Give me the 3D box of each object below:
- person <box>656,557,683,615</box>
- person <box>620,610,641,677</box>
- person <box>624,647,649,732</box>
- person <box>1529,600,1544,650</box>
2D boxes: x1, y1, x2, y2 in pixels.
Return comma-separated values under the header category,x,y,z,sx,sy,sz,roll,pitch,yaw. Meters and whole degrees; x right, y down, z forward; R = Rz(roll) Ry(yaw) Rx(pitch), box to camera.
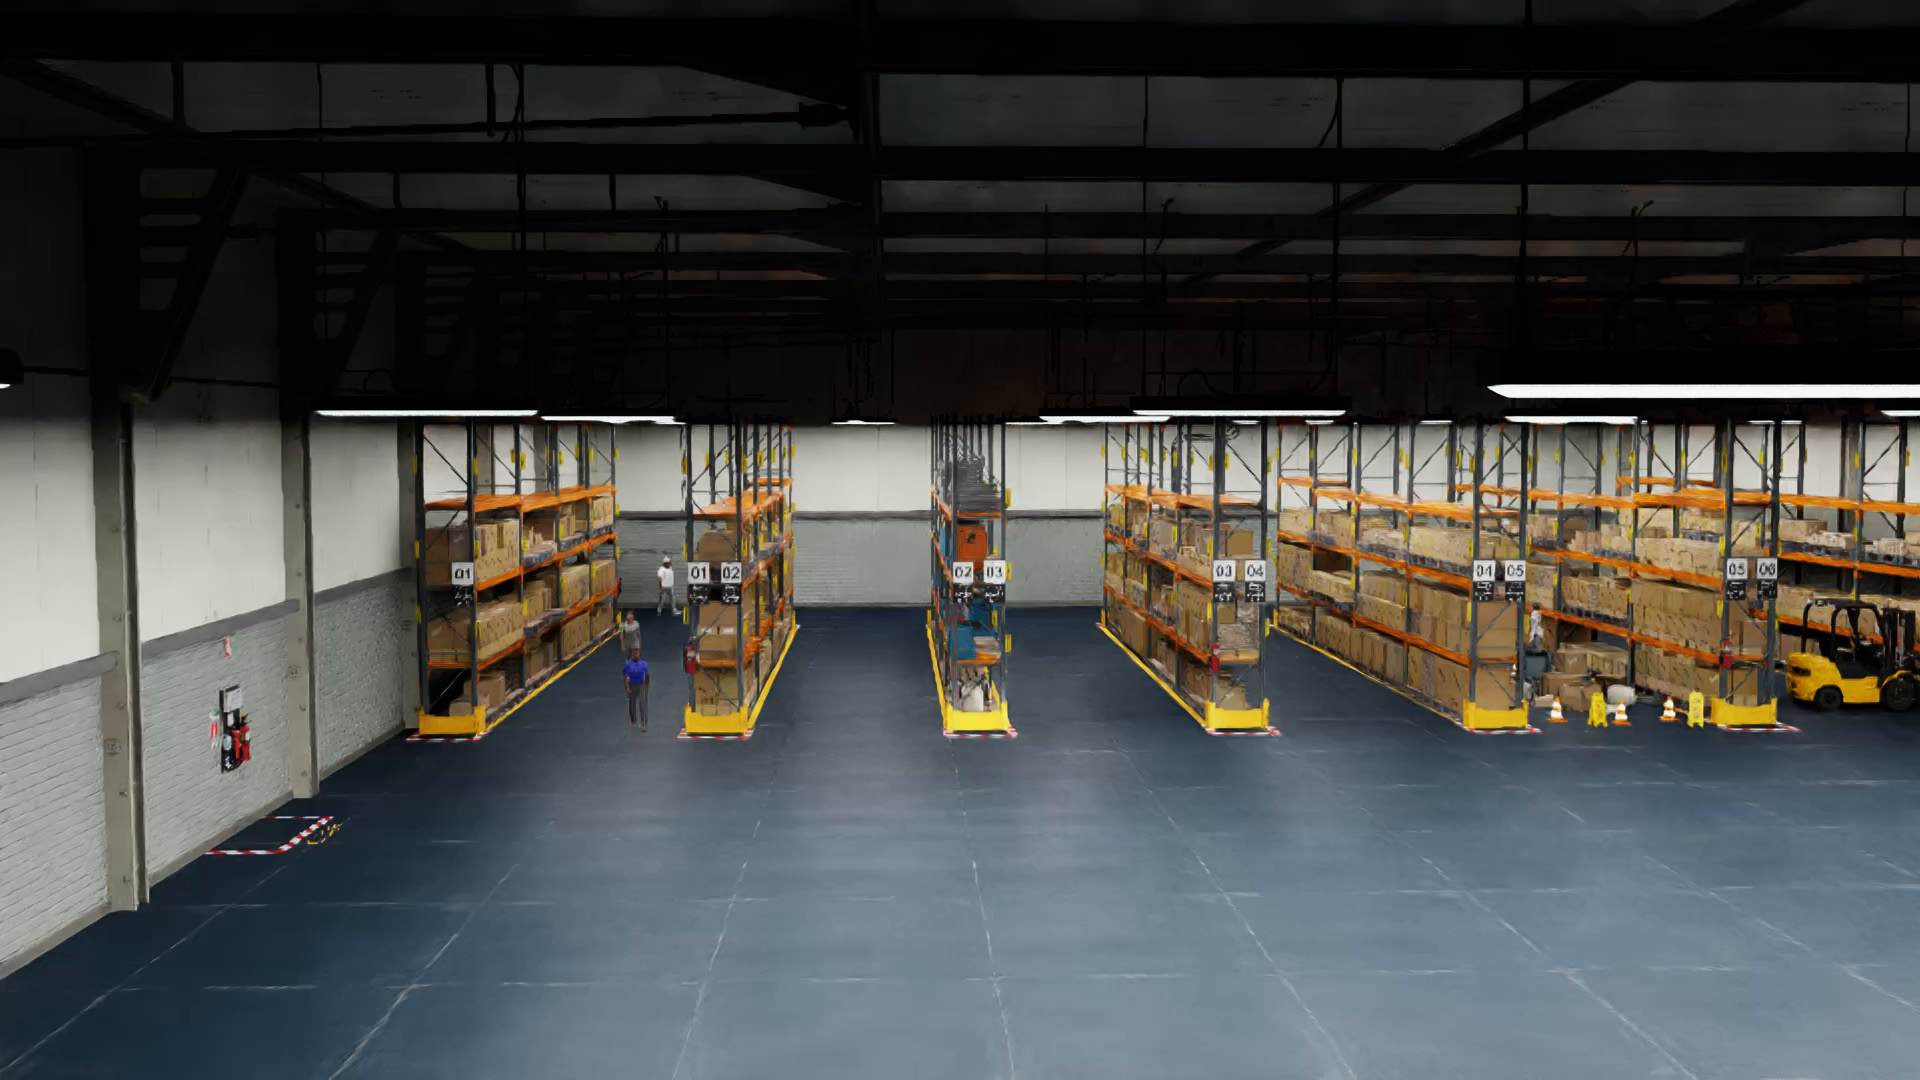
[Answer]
category,x,y,z,sx,sy,sz,roll,pitch,yaw
person,-8.871,1.396,50.523,0.569,1.754,0.740,3,5,36
person,-7.425,2.358,37.430,0.449,1.585,1.097,0,4,-4
person,-6.086,2.790,31.281,0.468,1.561,1.033,-1,4,-10
person,13.375,2.240,38.726,0.544,1.667,0.573,2,4,27
